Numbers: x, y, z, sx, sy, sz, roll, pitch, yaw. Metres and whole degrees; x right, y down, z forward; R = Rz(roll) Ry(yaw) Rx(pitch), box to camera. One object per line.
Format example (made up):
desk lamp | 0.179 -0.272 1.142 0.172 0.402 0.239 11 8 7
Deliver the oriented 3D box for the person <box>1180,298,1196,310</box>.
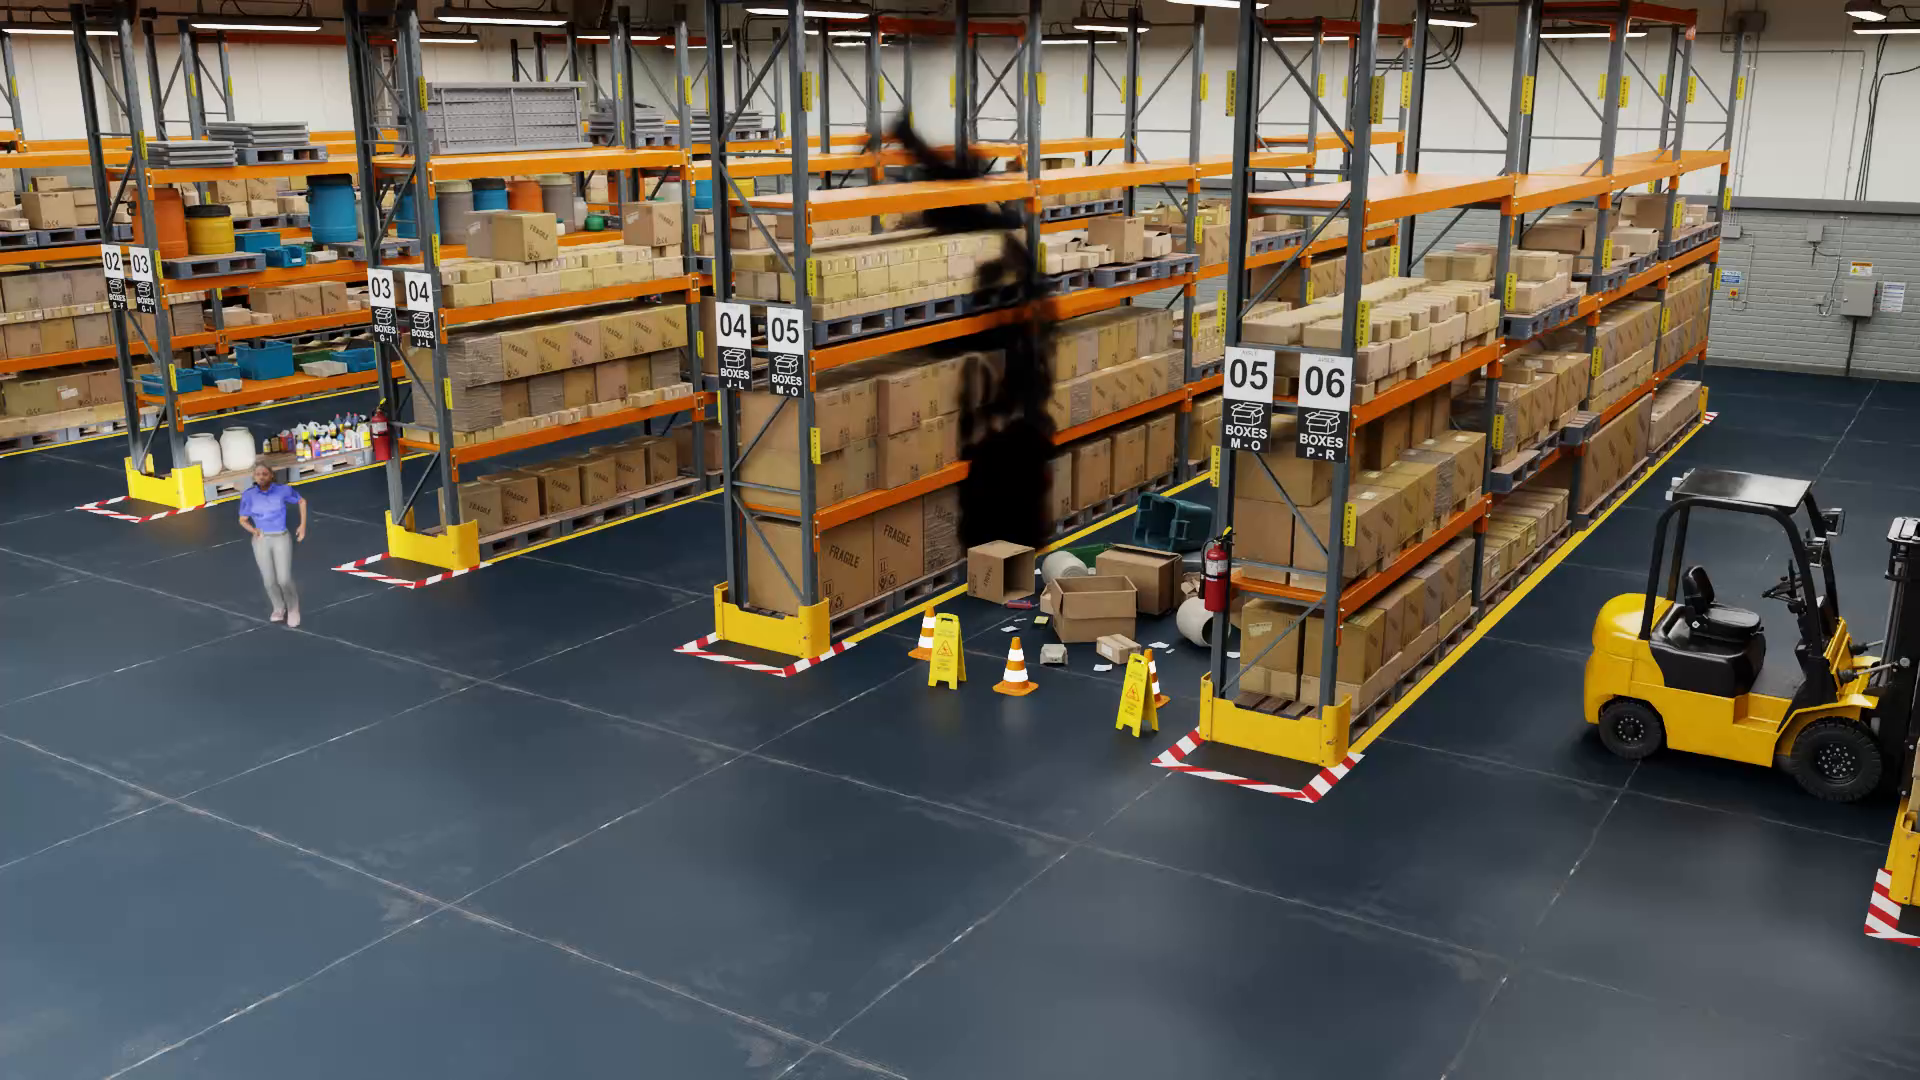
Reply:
person | 3.704 -3.107 26.972 0.685 1.663 0.597 12 19 36

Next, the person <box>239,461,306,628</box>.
person | -6.586 0.065 15.989 0.587 1.685 0.680 -4 16 -14
